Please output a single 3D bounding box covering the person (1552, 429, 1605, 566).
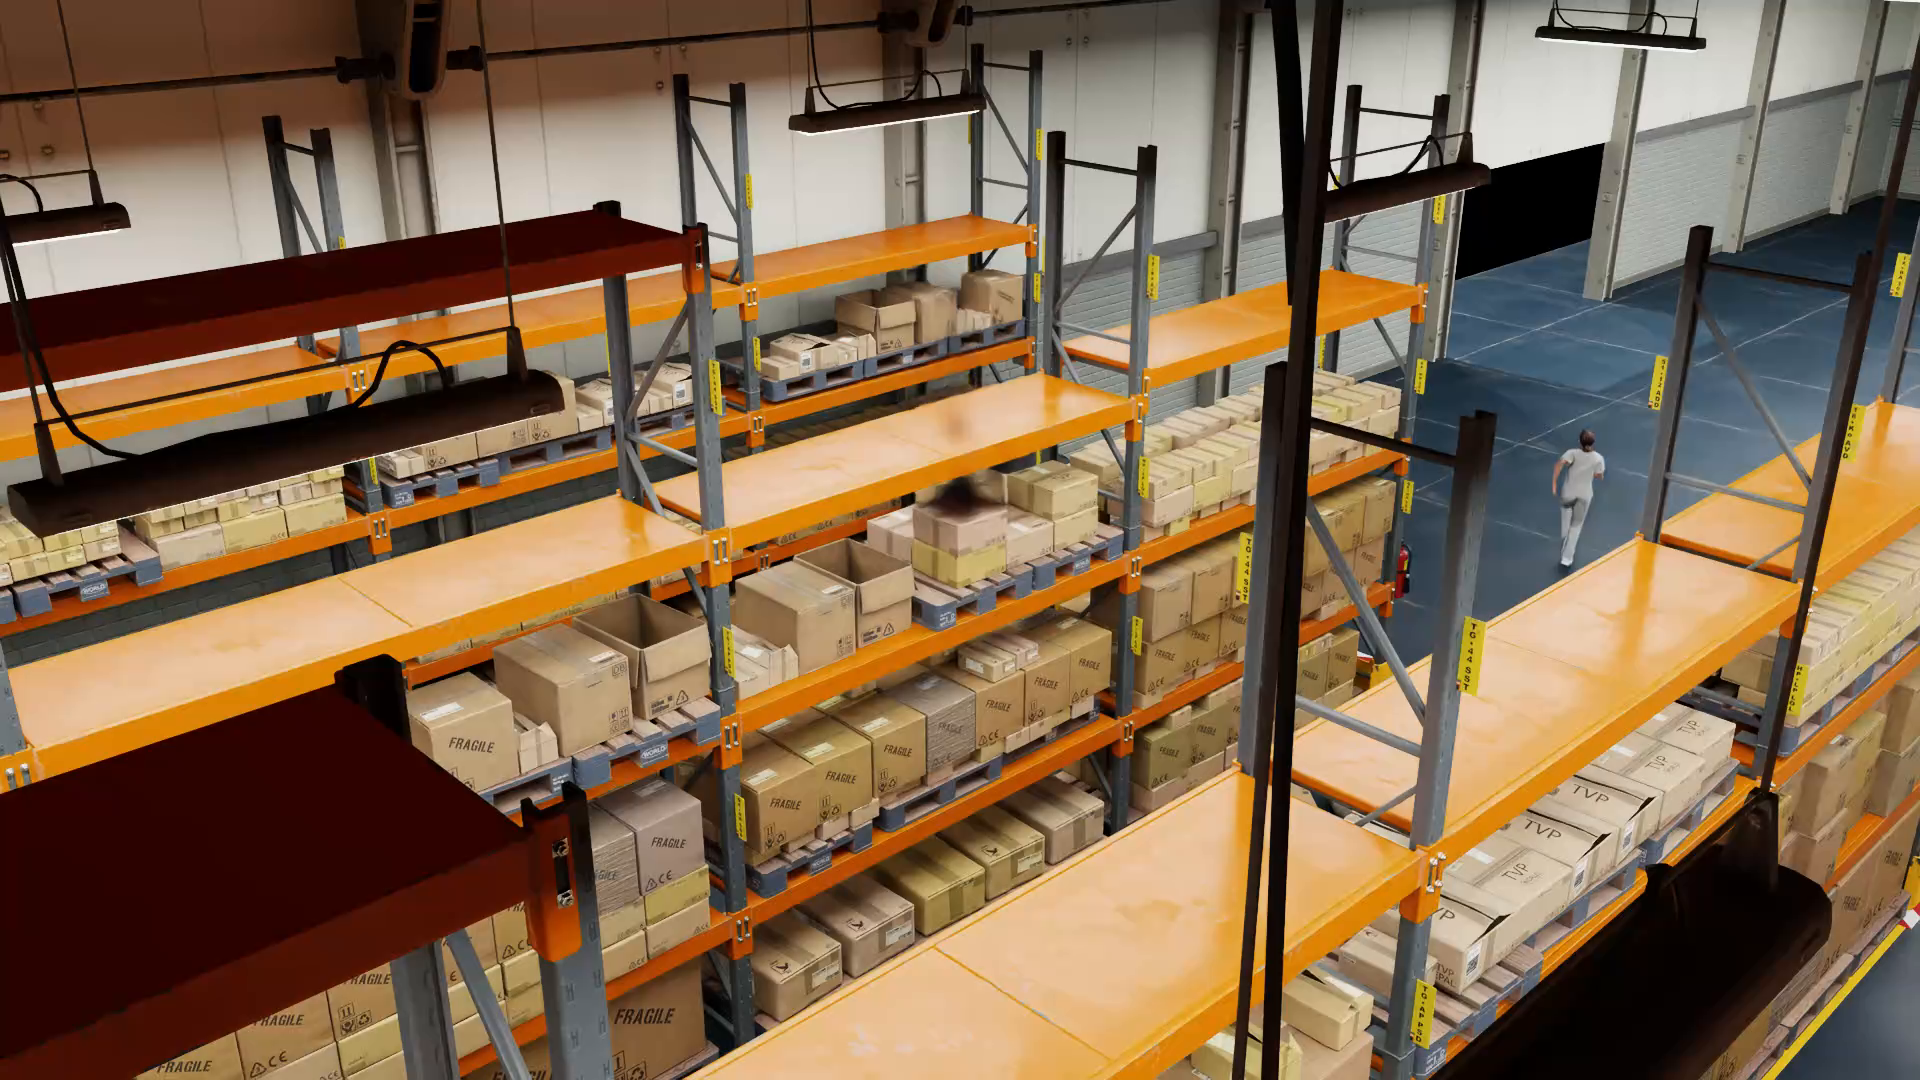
[{"bbox_3d":[7.373,-0.527,19.933,0.591,1.638,0.786,7,23,15],"label":"person"}]
